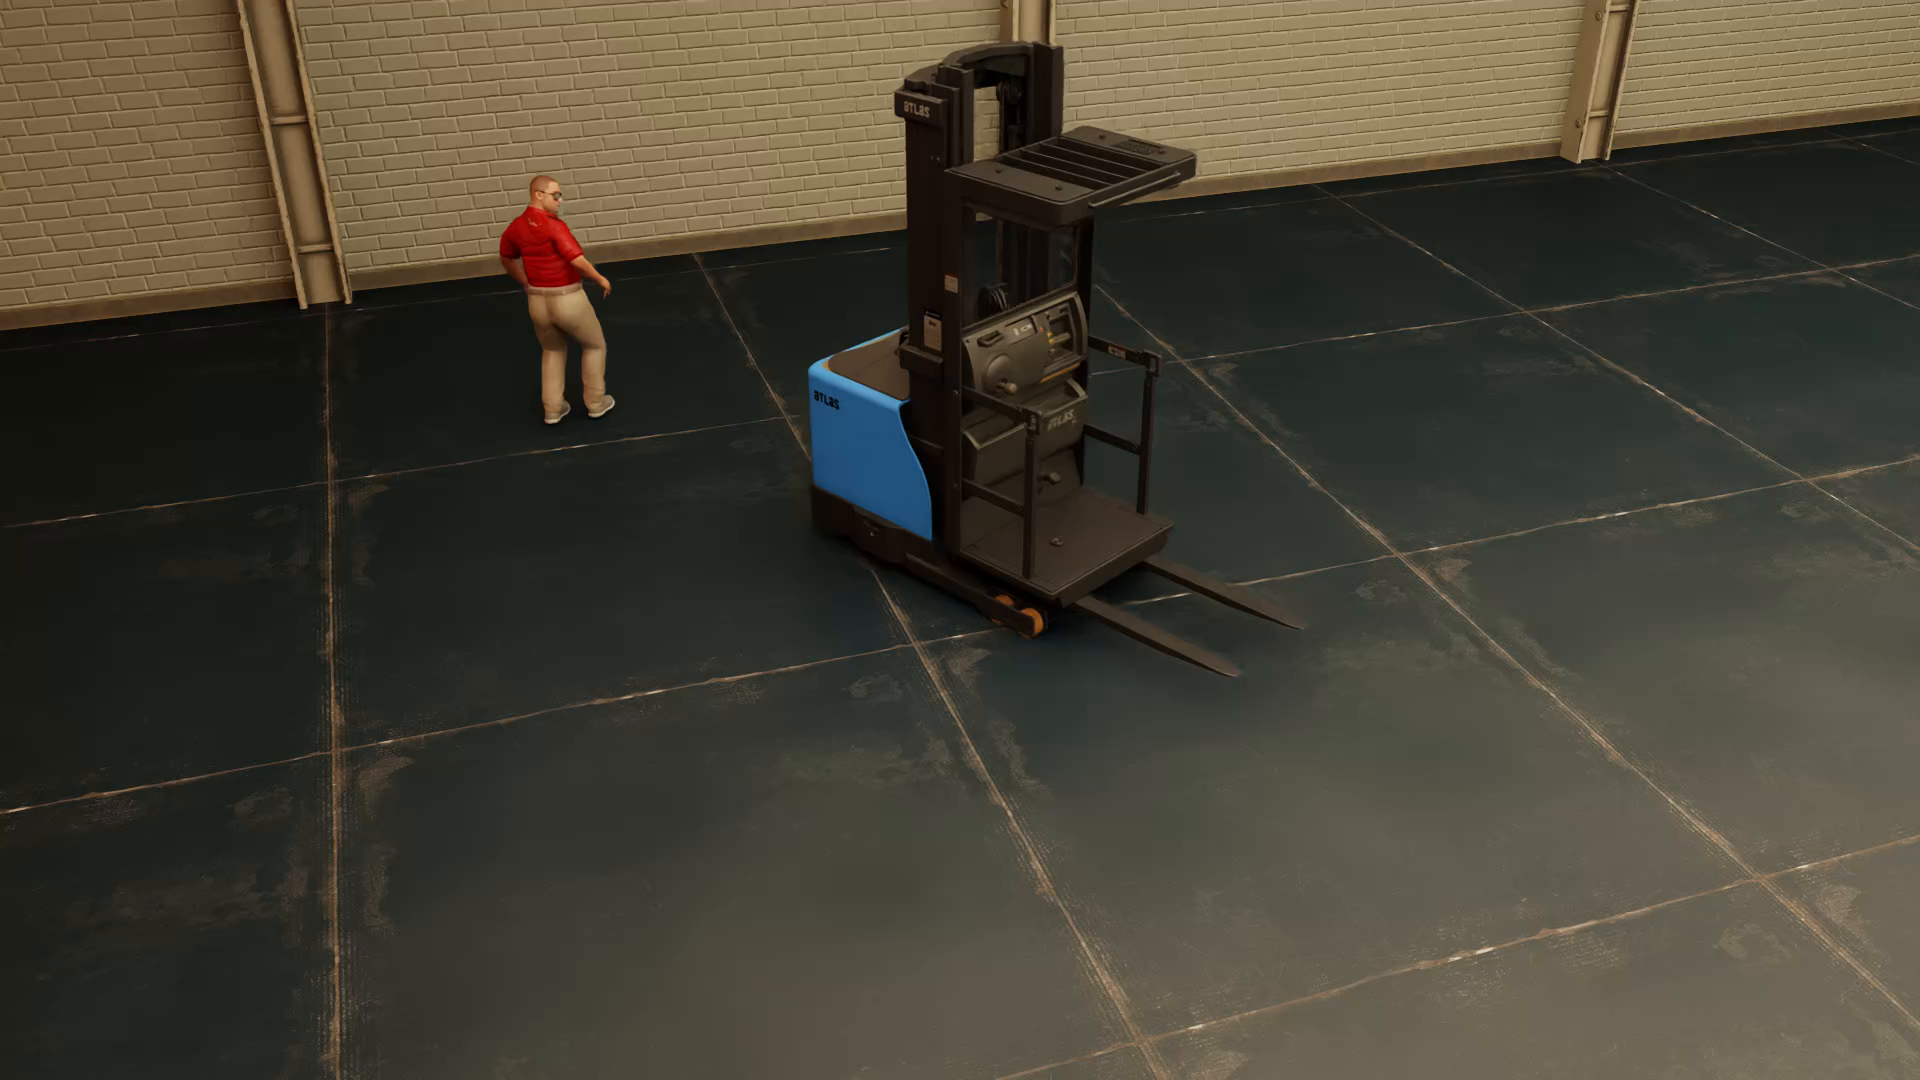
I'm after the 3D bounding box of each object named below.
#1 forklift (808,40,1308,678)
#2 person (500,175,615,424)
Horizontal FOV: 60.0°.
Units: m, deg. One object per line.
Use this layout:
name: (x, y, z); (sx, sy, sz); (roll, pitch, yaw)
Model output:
forklift: (0.515, -1.027, 8.871); (3.031, 2.935, 1.130); (25, 38, 37)
person: (-2.691, -1.614, 11.150); (0.740, 1.692, 0.510); (11, 32, 18)
